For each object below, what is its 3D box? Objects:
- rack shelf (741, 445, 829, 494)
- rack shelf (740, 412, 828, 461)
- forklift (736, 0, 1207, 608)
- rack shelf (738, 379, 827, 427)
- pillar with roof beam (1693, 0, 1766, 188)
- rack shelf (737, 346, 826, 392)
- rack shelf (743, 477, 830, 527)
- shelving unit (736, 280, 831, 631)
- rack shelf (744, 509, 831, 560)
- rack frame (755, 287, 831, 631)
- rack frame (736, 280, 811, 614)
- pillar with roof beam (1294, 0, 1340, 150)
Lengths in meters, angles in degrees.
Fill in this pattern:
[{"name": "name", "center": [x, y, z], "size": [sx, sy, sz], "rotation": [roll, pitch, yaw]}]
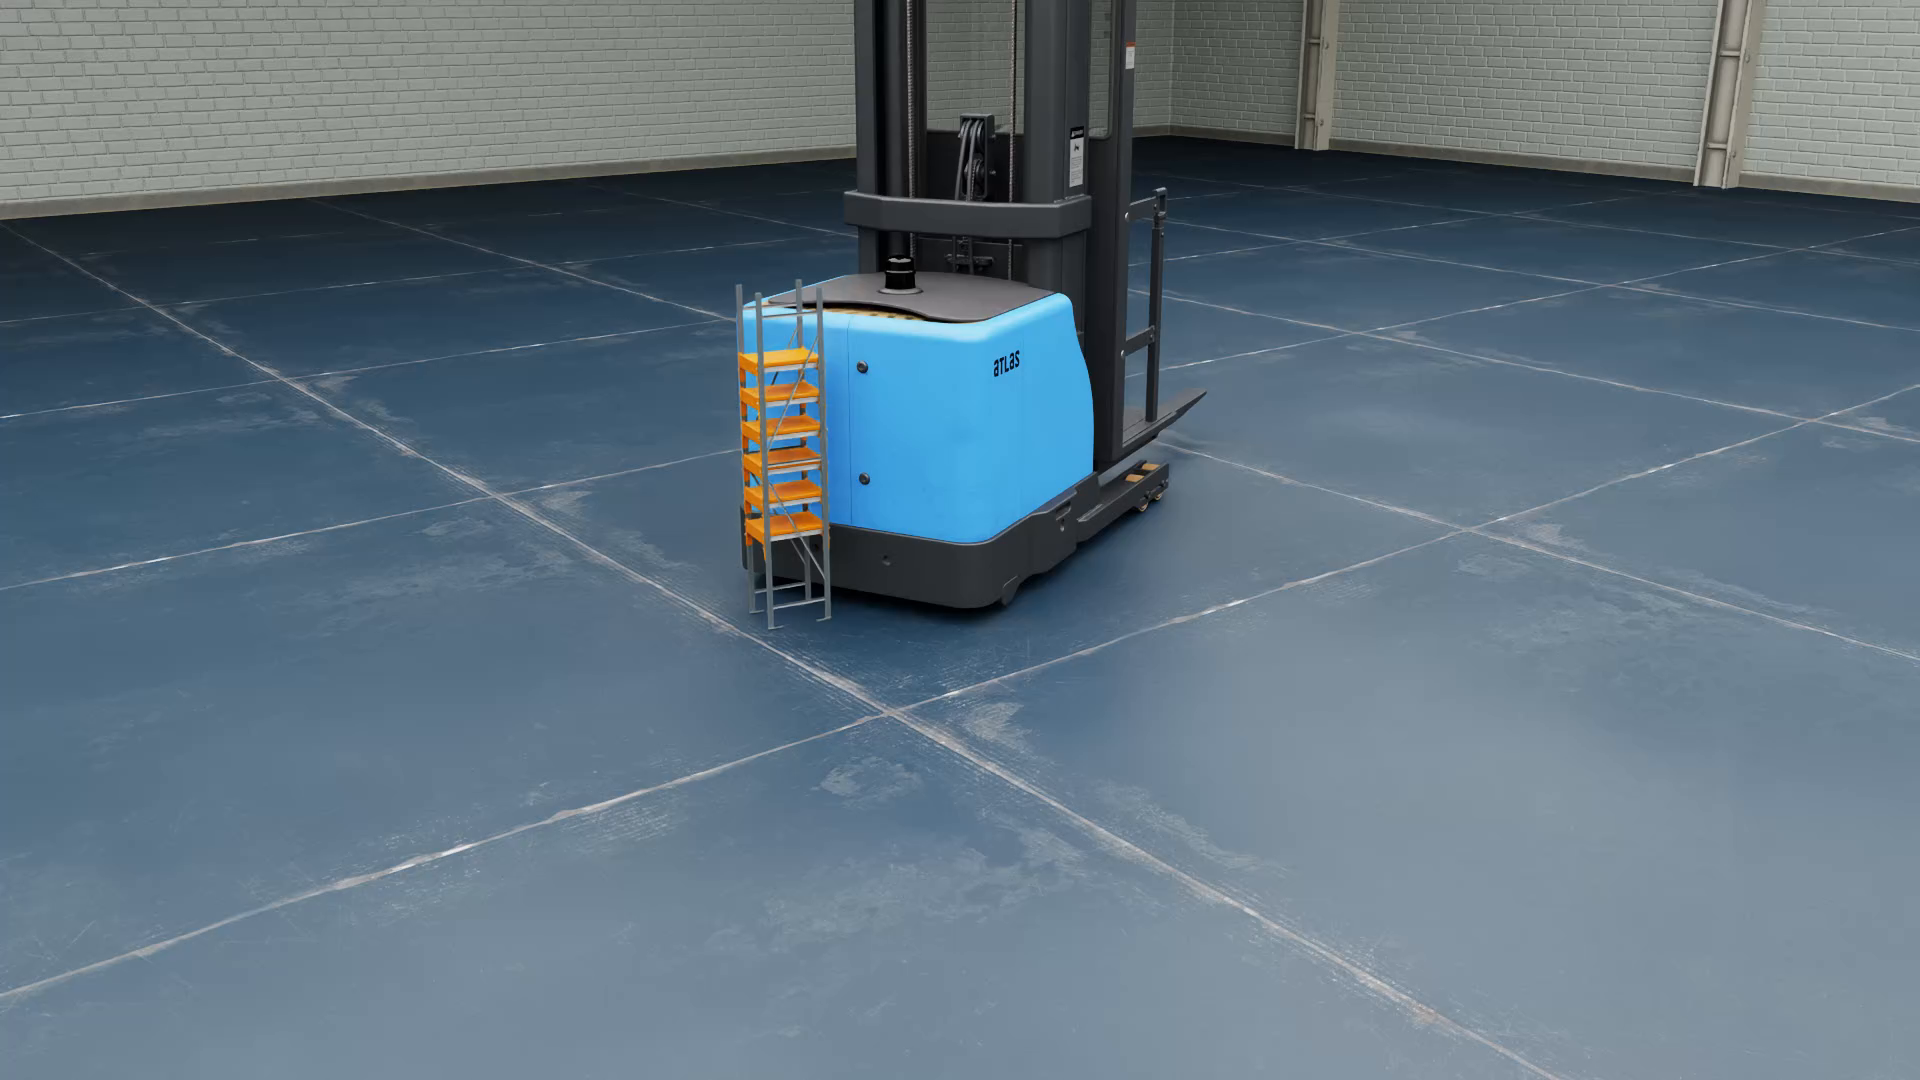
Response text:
[{"name": "rack shelf", "center": [-0.615, -0.250, 5.849], "size": [0.258, 0.103, 0.180], "rotation": [-9, 20, -26]}, {"name": "rack shelf", "center": [-0.615, -0.364, 5.811], "size": [0.258, 0.103, 0.180], "rotation": [-9, 20, -26]}, {"name": "forklift", "center": [0.279, -1.567, 6.933], "size": [1.130, 2.935, 3.031], "rotation": [9, 20, 25]}, {"name": "rack shelf", "center": [-0.615, -0.478, 5.774], "size": [0.258, 0.103, 0.180], "rotation": [-9, 20, -26]}, {"name": "pillar with roof beam", "center": [5.365, -7.525, 15.272], "size": [9.100, 9.000, 0.400], "rotation": [-14, 23, -36]}, {"name": "rack shelf", "center": [-0.615, -0.592, 5.736], "size": [0.258, 0.103, 0.180], "rotation": [-9, 20, -26]}, {"name": "rack shelf", "center": [-0.615, -0.136, 5.887], "size": [0.258, 0.103, 0.180], "rotation": [-9, 20, -26]}, {"name": "shelving unit", "center": [-0.615, -0.292, 5.835], "size": [0.258, 1.200, 0.189], "rotation": [-9, 20, -26]}, {"name": "rack shelf", "center": [-0.615, -0.022, 5.924], "size": [0.258, 0.103, 0.180], "rotation": [-9, 20, -26]}, {"name": "rack frame", "center": [-0.573, -0.266, 5.758], "size": [0.240, 1.200, 0.006], "rotation": [-9, 20, -26]}, {"name": "rack frame", "center": [-0.658, -0.317, 5.912], "size": [0.240, 1.200, 0.006], "rotation": [-9, 20, -26]}, {"name": "pillar with roof beam", "center": [1.640, -9.003, 19.737], "size": [9.100, 9.000, 0.400], "rotation": [-14, 23, -36]}]
